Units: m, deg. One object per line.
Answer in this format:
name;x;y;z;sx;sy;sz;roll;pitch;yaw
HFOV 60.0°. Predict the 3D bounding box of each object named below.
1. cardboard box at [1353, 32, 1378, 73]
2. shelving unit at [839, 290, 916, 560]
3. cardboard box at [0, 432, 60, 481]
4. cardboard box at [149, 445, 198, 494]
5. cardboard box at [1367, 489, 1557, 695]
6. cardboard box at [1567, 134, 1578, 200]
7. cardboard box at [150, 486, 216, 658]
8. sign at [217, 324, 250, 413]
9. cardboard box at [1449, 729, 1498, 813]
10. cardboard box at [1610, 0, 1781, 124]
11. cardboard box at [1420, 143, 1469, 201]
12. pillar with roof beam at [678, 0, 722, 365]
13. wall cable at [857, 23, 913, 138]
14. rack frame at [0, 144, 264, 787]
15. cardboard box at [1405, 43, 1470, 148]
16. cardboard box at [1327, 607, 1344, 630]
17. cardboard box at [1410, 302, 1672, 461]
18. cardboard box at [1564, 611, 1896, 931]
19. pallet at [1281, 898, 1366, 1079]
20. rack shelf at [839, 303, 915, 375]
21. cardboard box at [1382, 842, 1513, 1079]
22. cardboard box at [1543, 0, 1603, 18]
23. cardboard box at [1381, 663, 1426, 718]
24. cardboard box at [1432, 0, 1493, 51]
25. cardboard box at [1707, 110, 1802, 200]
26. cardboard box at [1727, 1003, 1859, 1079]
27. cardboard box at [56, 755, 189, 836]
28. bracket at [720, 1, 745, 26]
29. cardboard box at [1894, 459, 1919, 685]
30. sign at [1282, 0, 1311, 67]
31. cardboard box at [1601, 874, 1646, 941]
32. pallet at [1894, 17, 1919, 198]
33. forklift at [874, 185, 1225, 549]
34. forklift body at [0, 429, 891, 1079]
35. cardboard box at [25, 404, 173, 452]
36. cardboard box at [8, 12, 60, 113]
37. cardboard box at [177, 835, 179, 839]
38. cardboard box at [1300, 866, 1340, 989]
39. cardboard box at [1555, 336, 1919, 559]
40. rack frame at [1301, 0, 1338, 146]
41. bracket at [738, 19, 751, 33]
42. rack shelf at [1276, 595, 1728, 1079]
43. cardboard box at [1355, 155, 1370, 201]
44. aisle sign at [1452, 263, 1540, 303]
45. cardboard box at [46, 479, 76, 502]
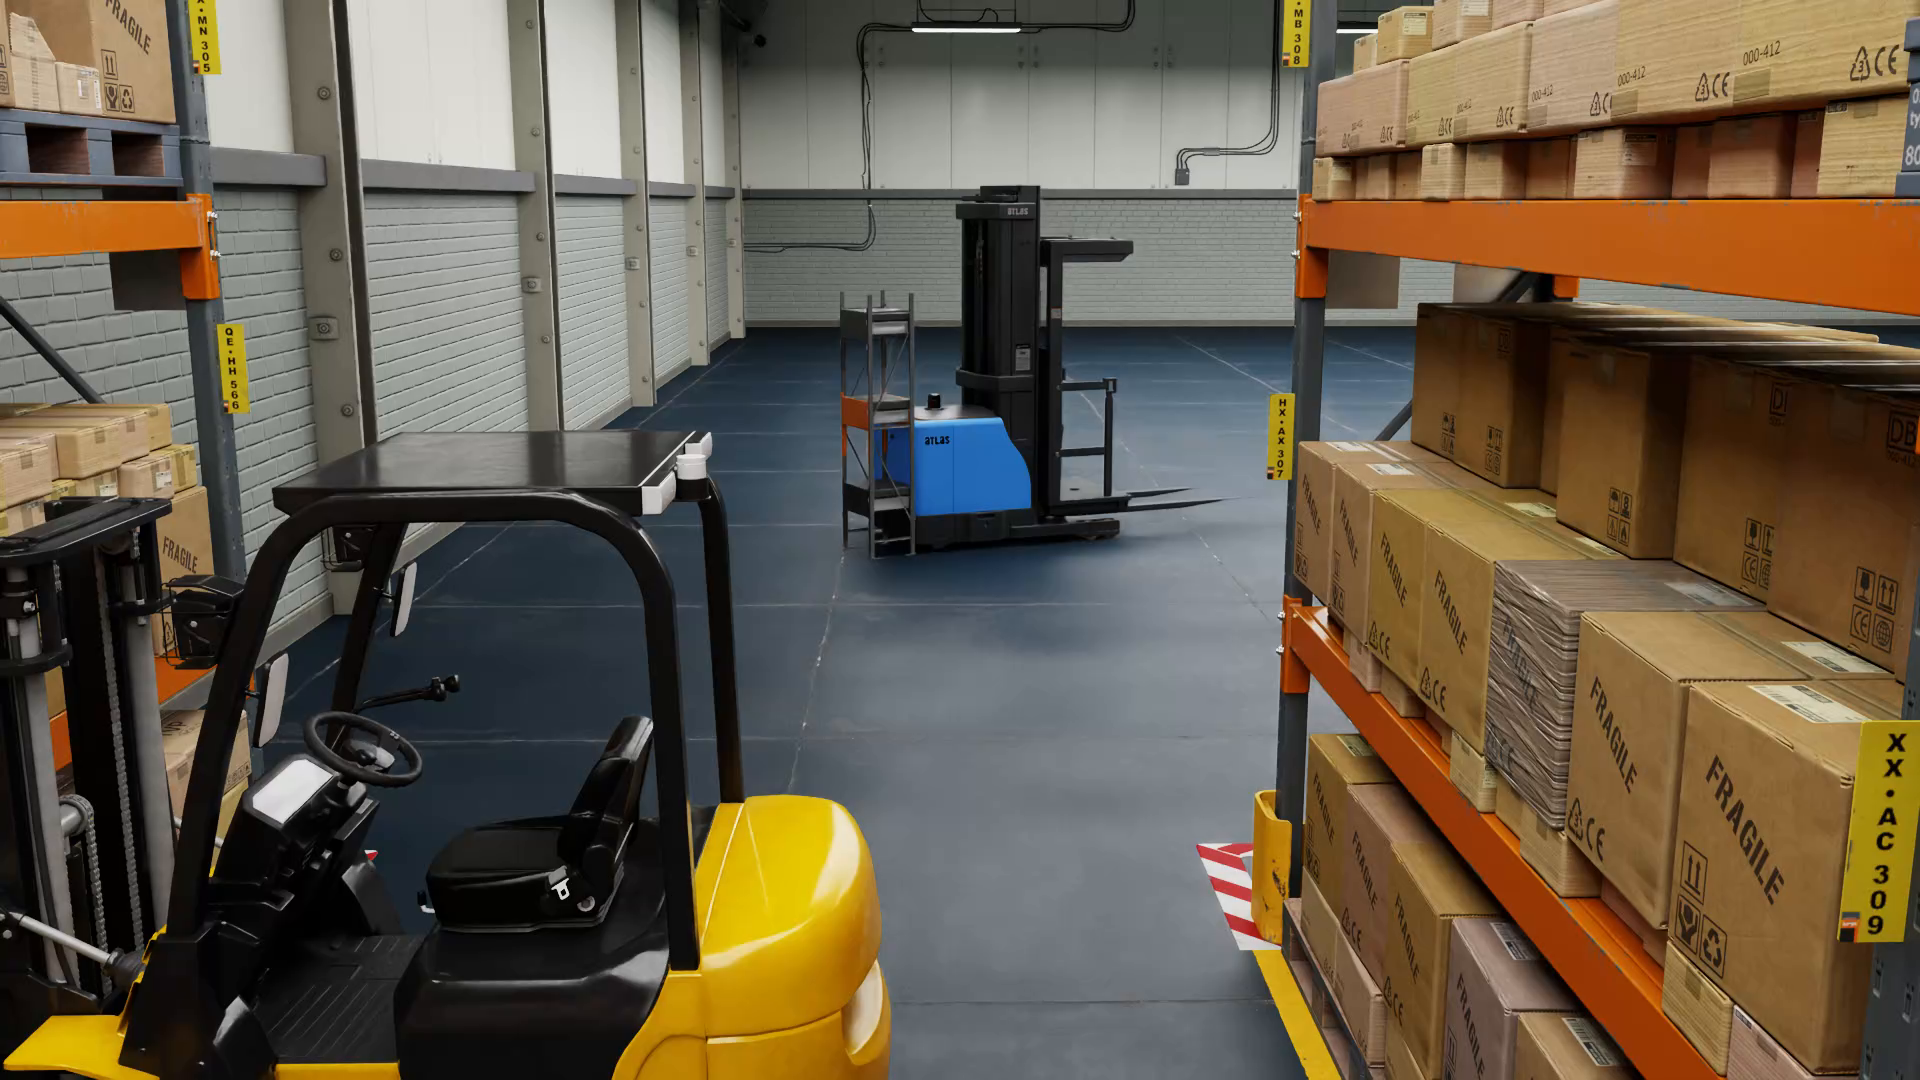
cardboard box;1.555;-1.632;5.641;0.380;0.149;0.250;0;11;-2
shelving unit;-0.662;-0.931;13.369;0.431;2.100;0.503;-6;13;-29
cardboard box;-2.993;-0.236;5.049;0.380;0.149;0.250;0;11;-1
cardboard box;-2.924;-0.244;5.833;0.380;0.149;0.250;0;11;0
cardboard box;1.510;0.139;4.830;0.500;0.500;0.500;0;11;-2
cardboard box;1.595;-0.836;3.721;0.380;0.149;0.250;0;11;0
cardboard box;-2.938;0.103;5.755;0.500;0.500;0.500;0;11;-2
sign;-2.668;-0.628;6.100;0.100;0.325;0.005;0;11;-1
cardboard box;1.482;0.586;4.258;0.380;0.149;0.250;0;11;-1
cardboard box;1.545;-0.900;3.036;0.500;0.250;0.500;0;11;-2
cardboard box;1.465;-0.989;4.475;0.380;0.149;0.250;0;11;-1
pillar with roof beam;-0.289;-7.531;28.548;9.100;9.000;0.548;0;11;-1
wall cable;-0.752;-10.262;37.114;3.097;2.526;0.112;0;11;-1
rack frame;-3.211;0.055;6.242;1.000;3.000;0.127;0;11;-1
cardboard box;1.532;-1.204;4.535;0.500;0.250;0.500;0;11;1
cardboard box;1.552;0.226;6.034;0.380;0.149;0.250;0;11;-1
cardboard box;1.981;-0.550;5.711;0.700;0.500;0.500;-1;11;-3
cardboard box;1.559;0.445;3.322;0.500;0.500;0.500;0;11;1
pallet;1.735;1.578;5.752;1.003;0.211;1.213;0;11;-1
rack shelf;-0.662;-1.604;13.233;0.431;0.518;0.480;-6;13;-29
cardboard box;1.510;1.178;4.680;0.500;0.500;0.500;0;11;0
cardboard box;1.515;-1.228;3.650;0.380;0.149;0.250;0;11;0
cardboard box;1.494;0.431;5.023;0.380;0.149;0.250;0;11;0
cardboard box;1.475;-1.381;4.402;0.380;0.149;0.250;0;11;0
cardboard box;1.576;-0.680;2.956;0.380;0.149;0.250;0;11;-1
cardboard box;1.523;0.890;2.760;0.380;0.149;0.250;0;11;-2
cardboard box;-2.873;0.899;5.429;0.500;0.250;0.500;0;11;0
bracket;-4.301;-9.877;31.058;0.076;0.066;4.783;0;11;-1
cardboard box;2.042;0.056;2.723;0.700;0.500;0.500;0;11;-2
sign;1.209;-1.862;5.949;0.100;0.325;0.005;0;11;-1
cardboard box;1.592;0.739;3.506;0.380;0.149;0.250;0;11;-2
pallet;1.741;-0.425;1.540;1.213;0.211;1.003;0;11;-1
forklift;0.819;-1.526;14.210;3.031;2.935;1.130;-5;12;-21
forklift body;-1.348;0.841;4.505;2.313;2.155;1.214;0;11;-1
cardboard box;-2.993;-0.387;5.791;0.380;0.149;0.250;0;11;-1
cardboard box;-2.885;-1.390;4.851;0.396;0.266;0.258;0;11;-1
cardboard box;-2.889;1.147;5.461;0.500;0.250;0.500;0;11;-2
cardboard box;1.492;1.338;5.781;0.500;0.250;0.500;0;11;-2
cardboard box;1.968;-0.249;4.225;0.700;0.500;0.500;0;11;-2
rack frame;1.752;-2.906;5.749;1.000;3.000;0.127;0;11;-1
bracket;-4.354;-10.389;33.582;0.235;0.232;0.430;0;11;-1
rack shelf;1.793;0.784;4.458;1.077;0.370;4.000;0;11;-1
cardboard box;1.529;-1.194;5.485;0.380;0.149;0.250;-1;11;-3
aisle sign;2.040;-1.253;6.154;0.394;0.787;0.004;0;11;-1
cardboard box;-2.951;-0.092;5.085;0.380;0.149;0.250;0;11;-2
